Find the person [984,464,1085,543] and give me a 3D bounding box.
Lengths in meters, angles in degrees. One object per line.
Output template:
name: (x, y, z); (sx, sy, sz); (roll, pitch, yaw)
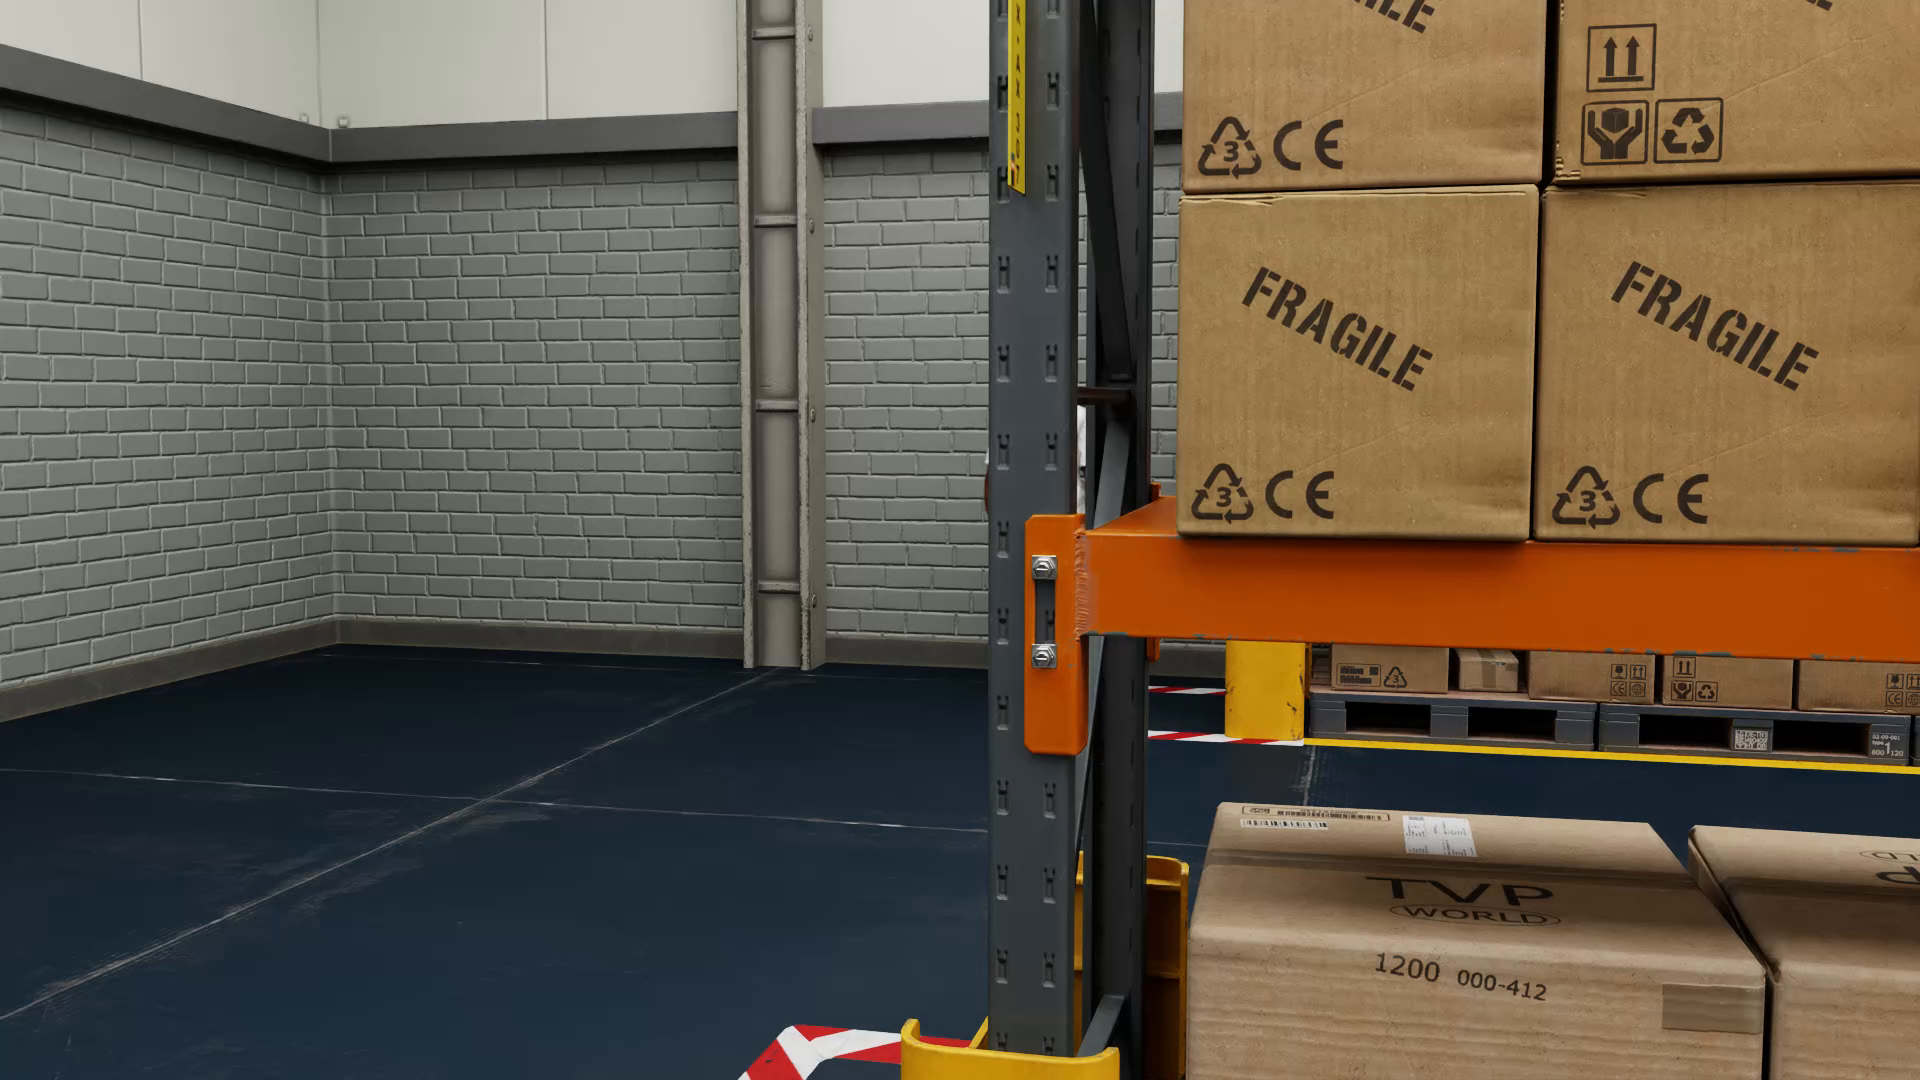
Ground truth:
person: (0.437, -0.087, 8.337); (0.627, 1.659, 0.359); (2, 5, 18)
